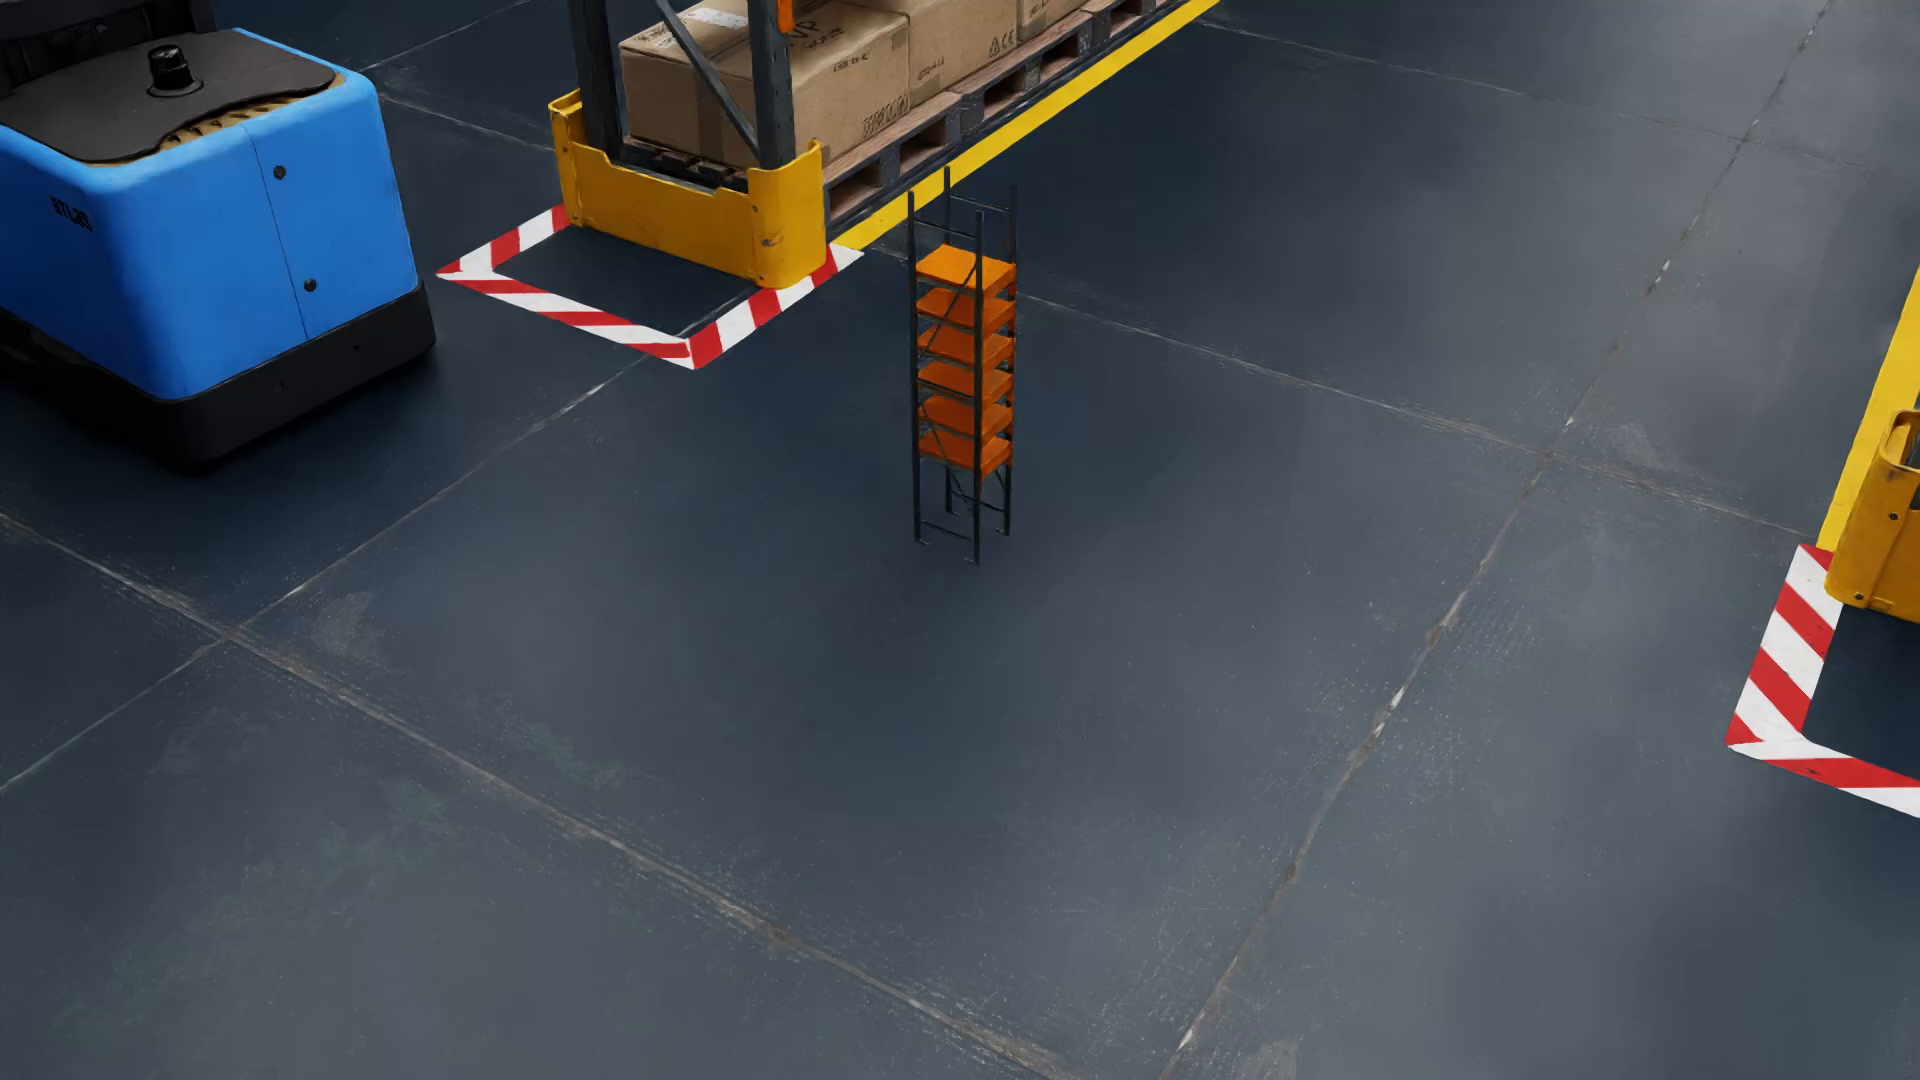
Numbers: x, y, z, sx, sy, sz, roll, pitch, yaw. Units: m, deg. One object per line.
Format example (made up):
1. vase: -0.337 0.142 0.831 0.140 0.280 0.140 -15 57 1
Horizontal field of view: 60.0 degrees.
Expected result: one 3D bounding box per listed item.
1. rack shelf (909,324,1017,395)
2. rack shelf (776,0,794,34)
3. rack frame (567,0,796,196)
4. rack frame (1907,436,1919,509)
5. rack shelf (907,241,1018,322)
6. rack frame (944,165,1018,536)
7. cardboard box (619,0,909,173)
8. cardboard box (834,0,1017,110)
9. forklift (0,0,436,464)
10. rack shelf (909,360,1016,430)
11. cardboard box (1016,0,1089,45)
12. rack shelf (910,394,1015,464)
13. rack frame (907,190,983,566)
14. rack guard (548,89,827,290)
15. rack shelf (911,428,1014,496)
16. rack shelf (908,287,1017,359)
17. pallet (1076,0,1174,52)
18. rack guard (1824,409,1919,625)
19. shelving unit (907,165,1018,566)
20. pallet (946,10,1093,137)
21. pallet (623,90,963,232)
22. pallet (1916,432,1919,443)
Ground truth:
1. rack shelf: 0.008 -0.543 4.847 0.258 0.103 0.180 21 42 25
2. rack shelf: -0.014 -3.191 7.522 1.077 0.370 4.000 21 42 25
3. rack frame: -1.086 -2.445 5.965 1.000 3.000 0.127 21 42 25
4. rack frame: 3.148 -0.878 3.932 1.000 3.000 0.127 21 42 25
5. rack shelf: 0.008 -0.733 4.701 0.258 0.103 0.180 21 42 25
6. rack frame: 0.057 -0.530 4.955 0.240 1.200 0.006 21 42 25
7. cardboard box: -0.816 -1.970 7.103 0.875 0.438 0.875 20 42 24
8. cardboard box: -0.333 -2.444 7.718 0.875 0.438 0.875 22 43 26
9. forklift: -3.391 -2.144 5.630 3.031 2.935 1.130 25 44 29
10. rack shelf: 0.008 -0.447 4.920 0.258 0.103 0.180 21 42 25
11. cardboard box: 0.151 -2.909 8.321 0.875 0.438 0.875 20 42 24
12. rack shelf: 0.008 -0.352 4.994 0.258 0.103 0.180 21 42 25
13. rack frame: -0.041 -0.435 4.832 0.240 1.200 0.006 21 42 25
14. rack guard: -1.098 -1.443 6.712 1.175 0.500 0.348 21 42 25
15. rack shelf: 0.008 -0.257 5.067 0.258 0.103 0.180 21 42 25
16. rack shelf: 0.008 -0.638 4.774 0.258 0.103 0.180 21 42 25
17. pallet: 0.584 -3.036 9.016 1.003 0.211 1.213 21 42 25
18. rack guard: 3.189 0.073 4.746 1.175 0.500 0.348 21 42 25
19. shelving unit: 0.008 -0.483 4.893 0.258 1.200 0.189 21 42 25
20. pallet: -0.069 -2.405 8.197 1.003 0.211 1.213 21 42 25
21. pallet: -0.723 -1.779 7.384 1.003 0.211 1.213 21 42 25
22. pallet: 3.654 -0.220 5.363 1.003 0.211 1.213 21 42 25
